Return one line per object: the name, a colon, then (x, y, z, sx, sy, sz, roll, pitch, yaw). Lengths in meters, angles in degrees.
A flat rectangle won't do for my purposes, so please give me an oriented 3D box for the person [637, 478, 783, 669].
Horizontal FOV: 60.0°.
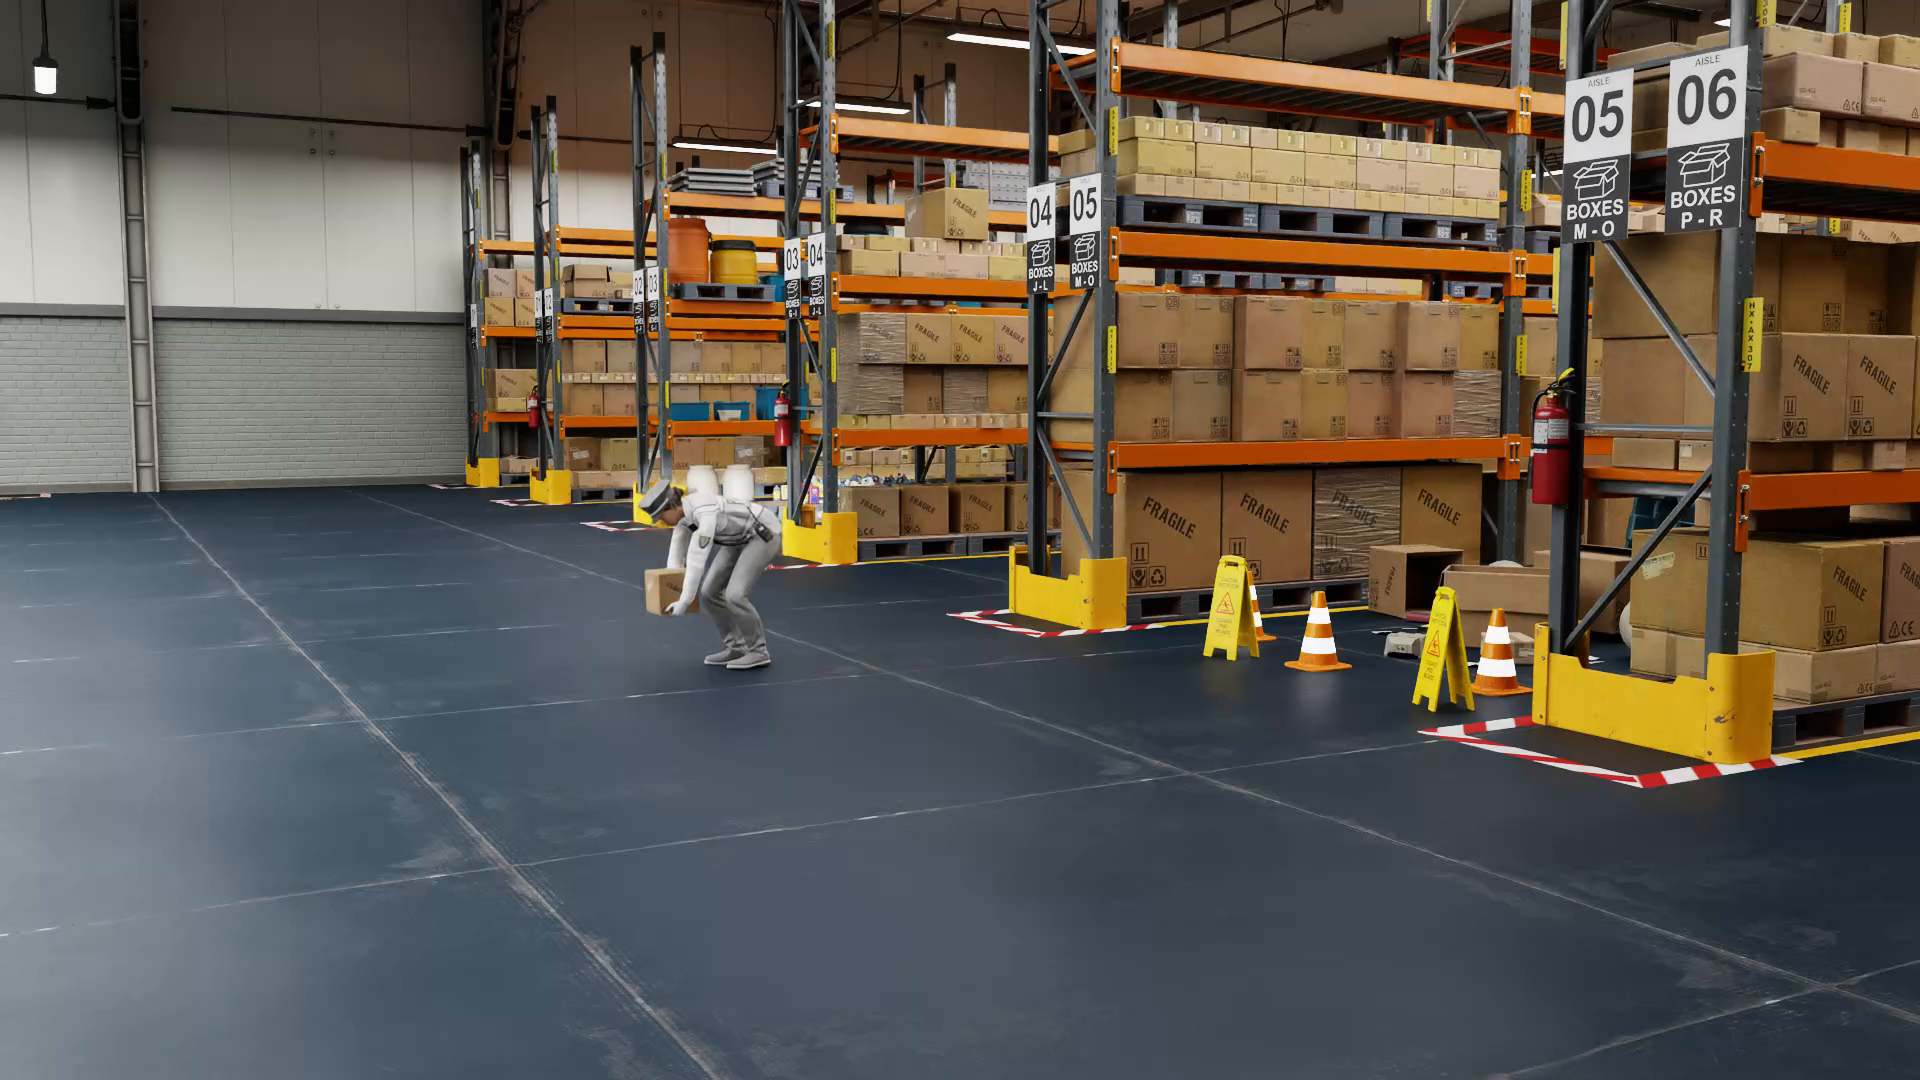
person: (-1.517, 0.202, 10.105, 0.912, 1.169, 0.433, -3, 6, -31)
